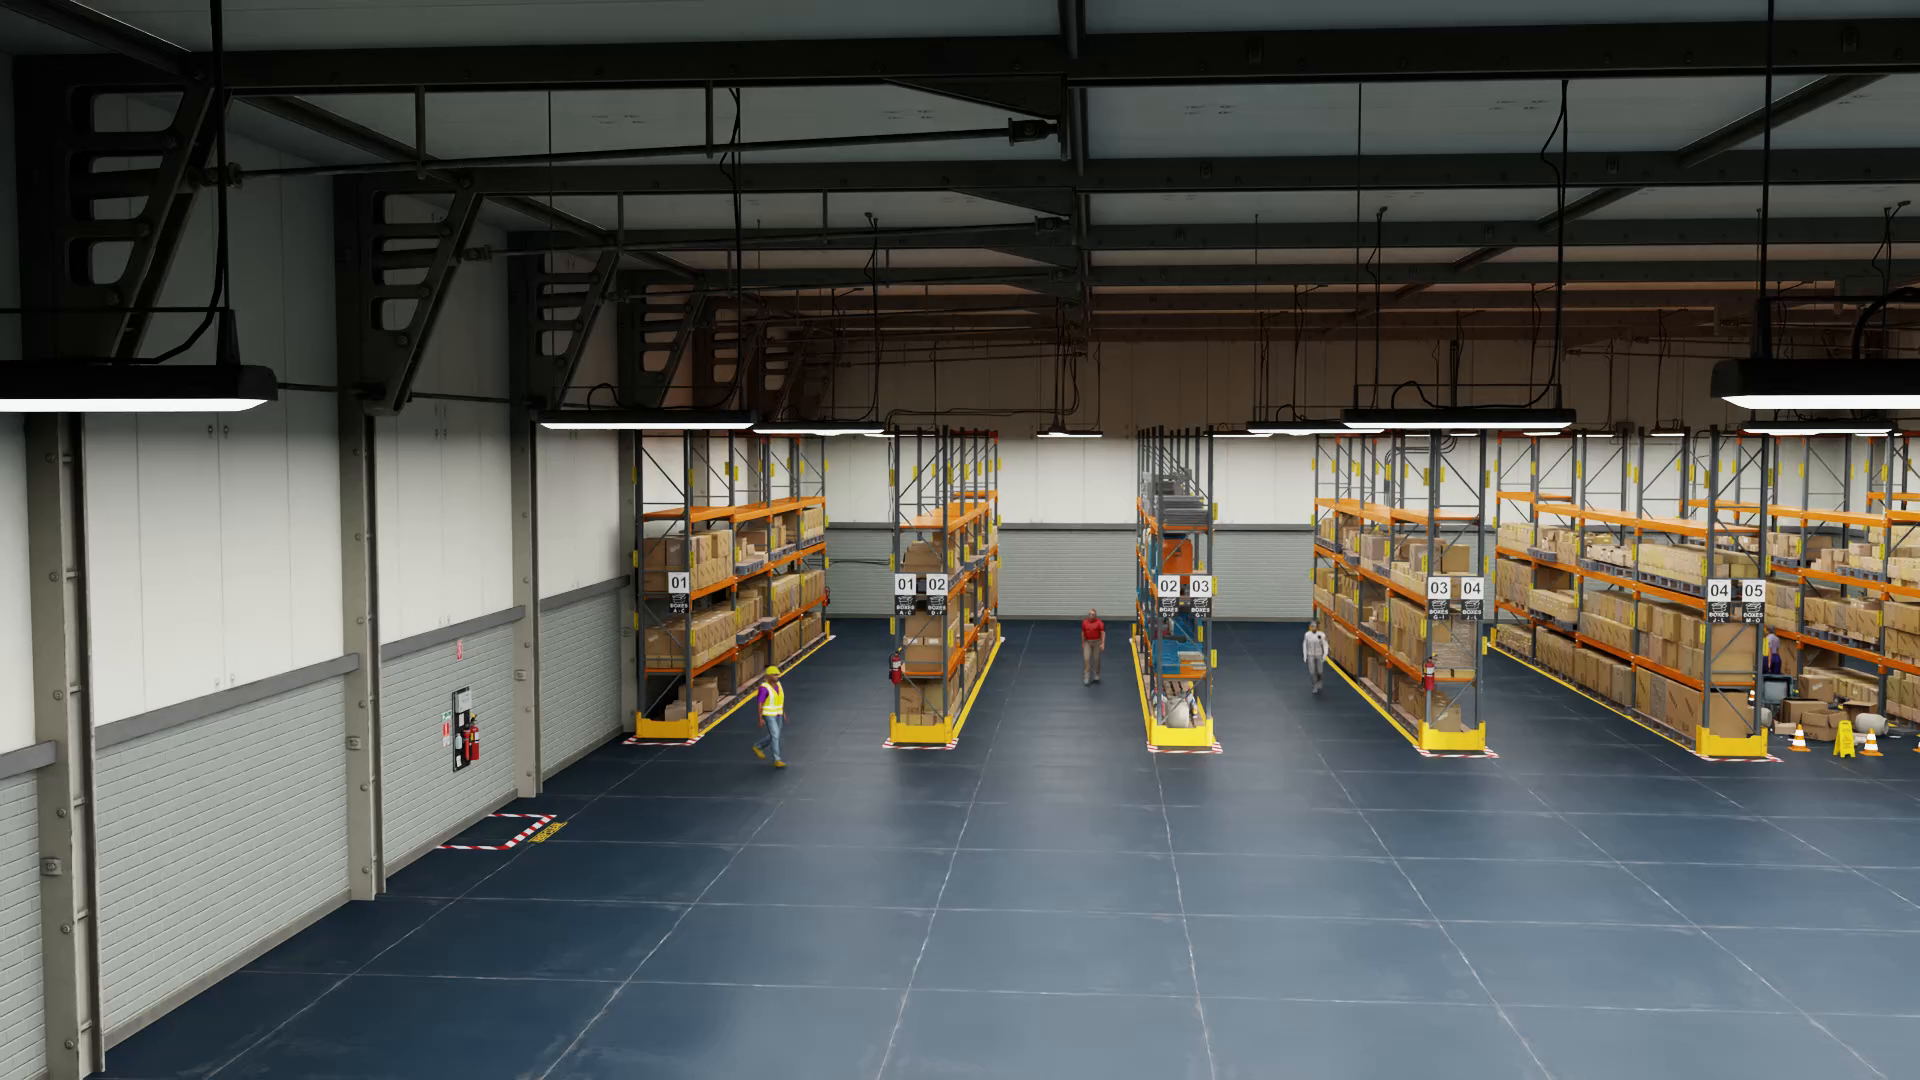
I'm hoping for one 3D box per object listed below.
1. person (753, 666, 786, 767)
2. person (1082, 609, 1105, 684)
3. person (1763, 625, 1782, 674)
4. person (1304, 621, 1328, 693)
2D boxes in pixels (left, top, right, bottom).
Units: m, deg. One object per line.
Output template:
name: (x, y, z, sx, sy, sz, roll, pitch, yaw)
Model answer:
person: (-3.313, 3.086, 29.302, 0.855, 1.741, 0.628, 2, 4, 34)
person: (3.145, 2.500, 39.367, 0.584, 1.740, 0.695, 1, 4, 13)
person: (17.902, 2.726, 36.668, 0.502, 1.689, 0.568, -1, 3, -11)
person: (8.098, 2.631, 37.831, 0.550, 1.654, 0.582, 1, 4, 17)
